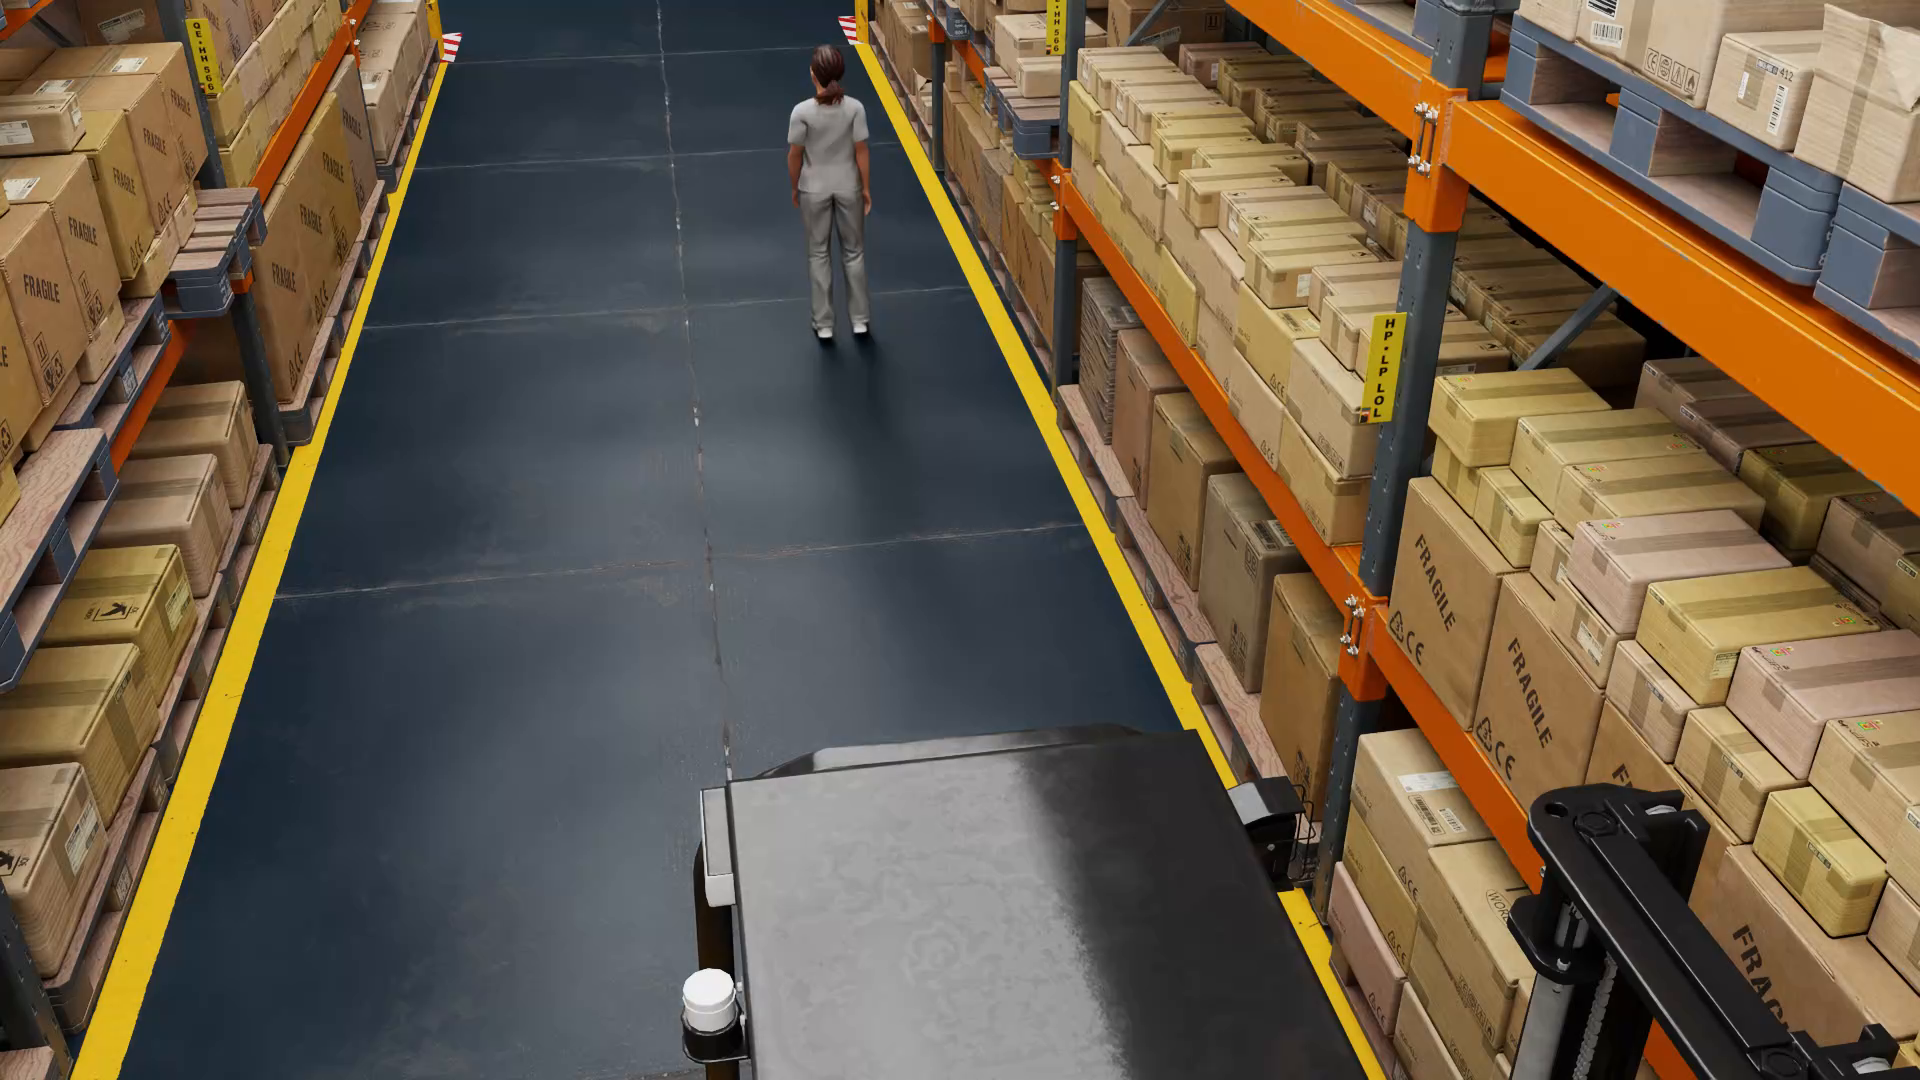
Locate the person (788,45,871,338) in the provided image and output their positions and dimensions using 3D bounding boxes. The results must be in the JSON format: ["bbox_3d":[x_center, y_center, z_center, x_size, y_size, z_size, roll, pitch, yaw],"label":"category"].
[{"bbox_3d":[-0.728,-1.938,9.343,0.459,1.683,0.440,-6,31,-10],"label":"person"}]
